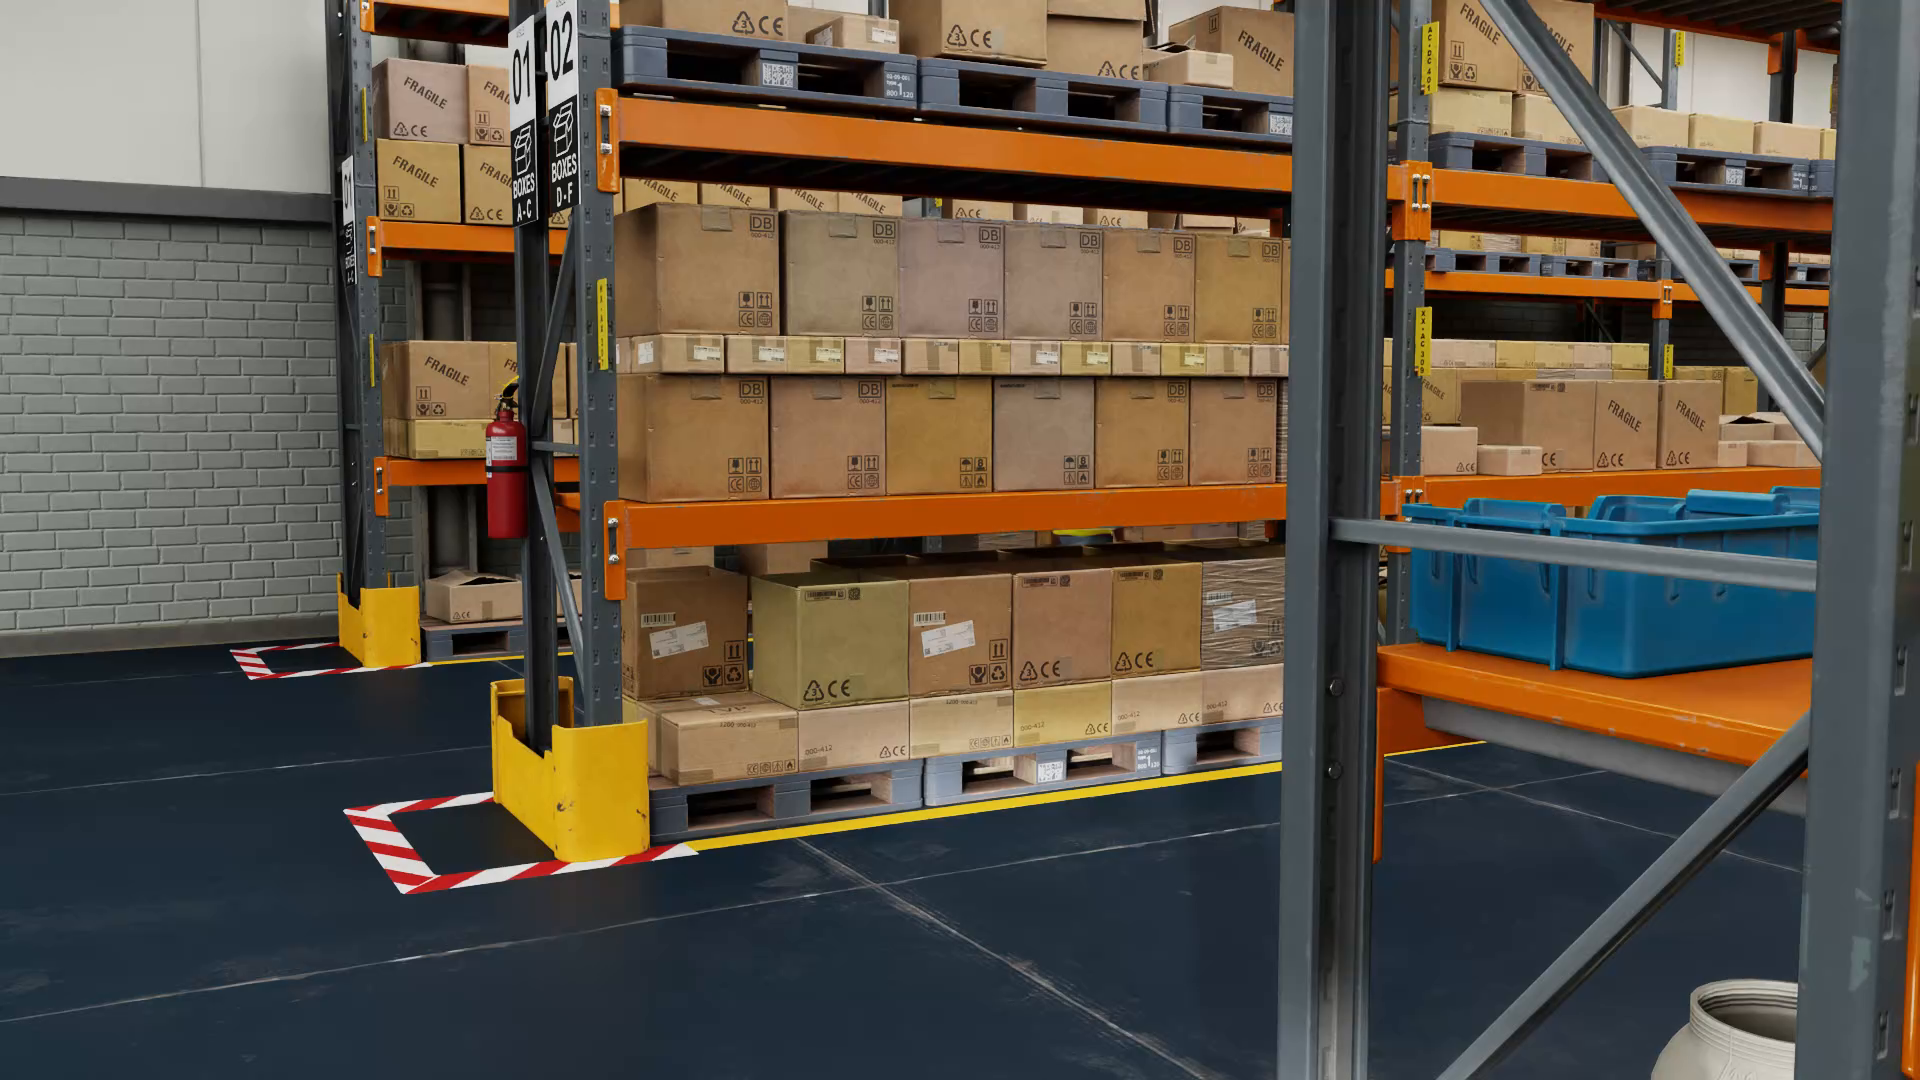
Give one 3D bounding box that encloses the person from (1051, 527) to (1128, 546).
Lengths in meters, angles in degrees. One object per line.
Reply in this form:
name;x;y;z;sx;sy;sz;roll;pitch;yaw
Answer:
person;0.779;-0.021;9.969;0.644;1.761;0.622;-3;6;-29
